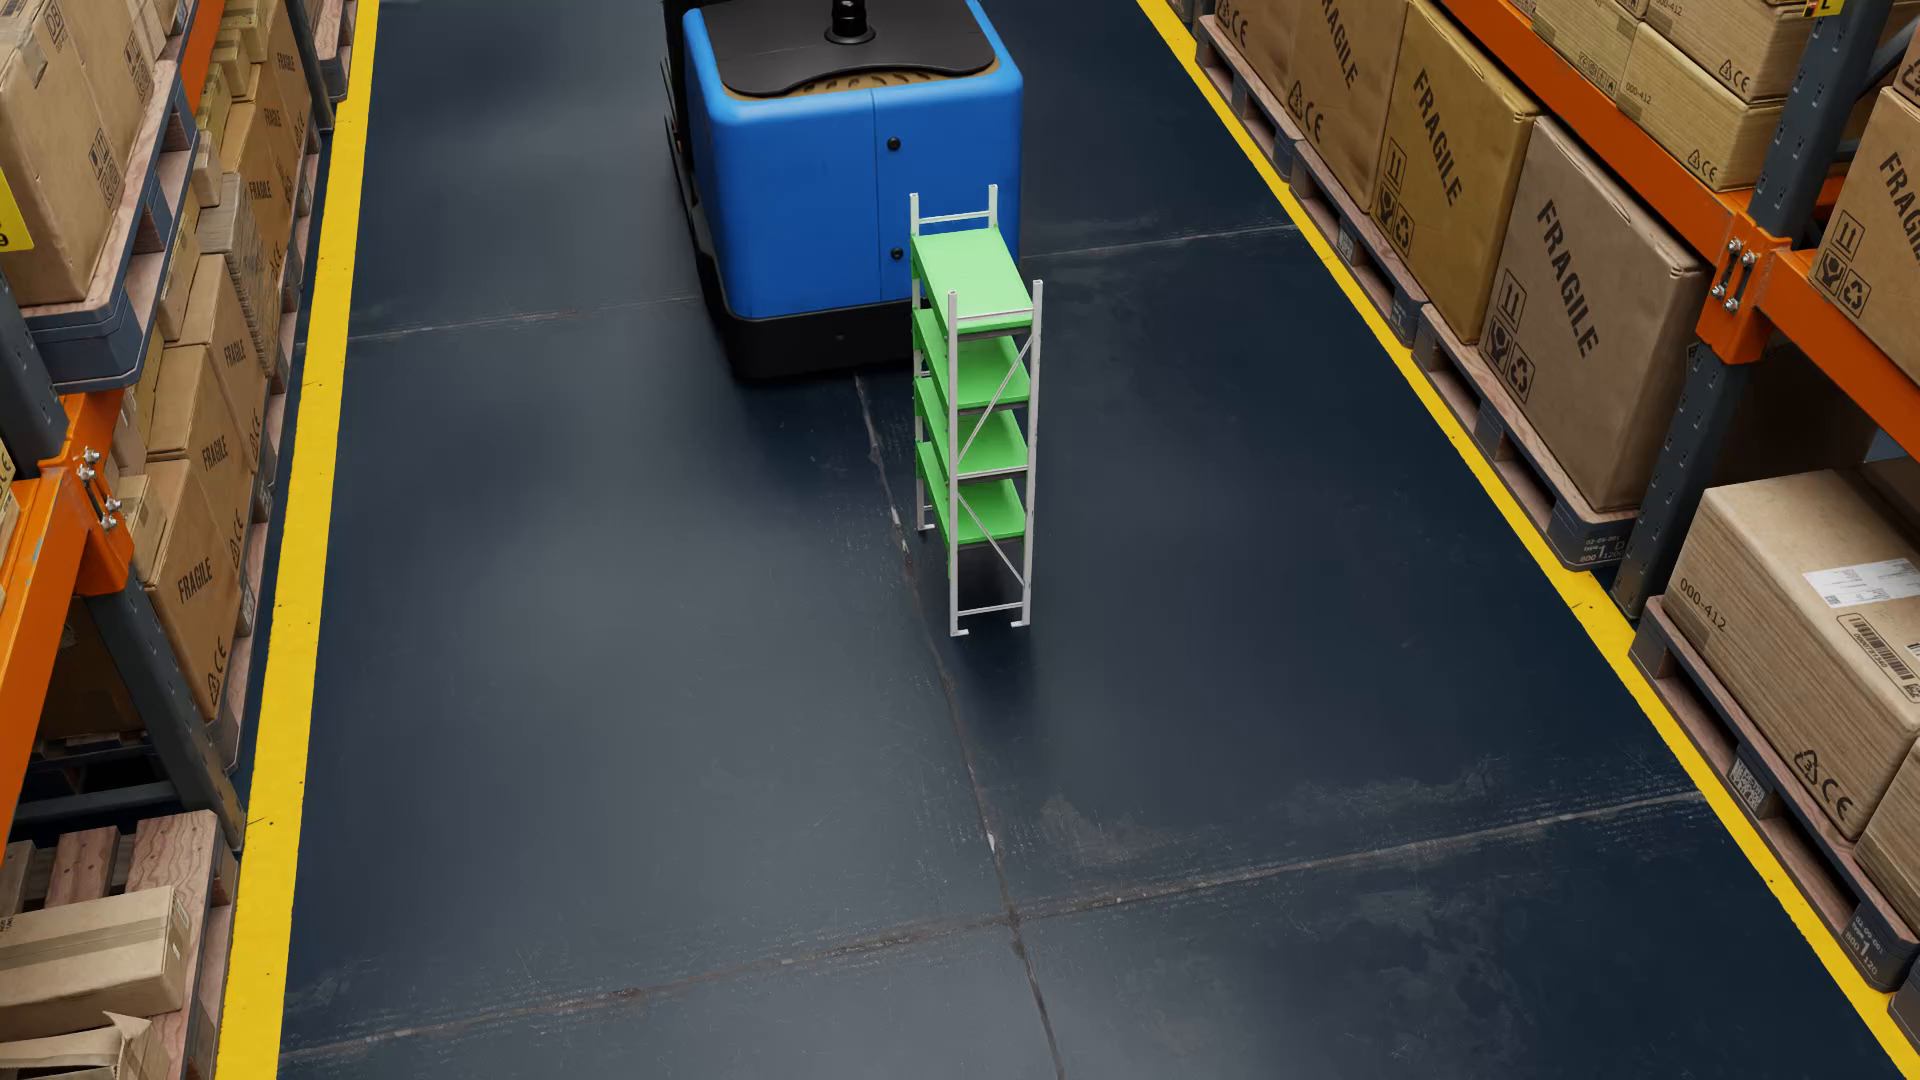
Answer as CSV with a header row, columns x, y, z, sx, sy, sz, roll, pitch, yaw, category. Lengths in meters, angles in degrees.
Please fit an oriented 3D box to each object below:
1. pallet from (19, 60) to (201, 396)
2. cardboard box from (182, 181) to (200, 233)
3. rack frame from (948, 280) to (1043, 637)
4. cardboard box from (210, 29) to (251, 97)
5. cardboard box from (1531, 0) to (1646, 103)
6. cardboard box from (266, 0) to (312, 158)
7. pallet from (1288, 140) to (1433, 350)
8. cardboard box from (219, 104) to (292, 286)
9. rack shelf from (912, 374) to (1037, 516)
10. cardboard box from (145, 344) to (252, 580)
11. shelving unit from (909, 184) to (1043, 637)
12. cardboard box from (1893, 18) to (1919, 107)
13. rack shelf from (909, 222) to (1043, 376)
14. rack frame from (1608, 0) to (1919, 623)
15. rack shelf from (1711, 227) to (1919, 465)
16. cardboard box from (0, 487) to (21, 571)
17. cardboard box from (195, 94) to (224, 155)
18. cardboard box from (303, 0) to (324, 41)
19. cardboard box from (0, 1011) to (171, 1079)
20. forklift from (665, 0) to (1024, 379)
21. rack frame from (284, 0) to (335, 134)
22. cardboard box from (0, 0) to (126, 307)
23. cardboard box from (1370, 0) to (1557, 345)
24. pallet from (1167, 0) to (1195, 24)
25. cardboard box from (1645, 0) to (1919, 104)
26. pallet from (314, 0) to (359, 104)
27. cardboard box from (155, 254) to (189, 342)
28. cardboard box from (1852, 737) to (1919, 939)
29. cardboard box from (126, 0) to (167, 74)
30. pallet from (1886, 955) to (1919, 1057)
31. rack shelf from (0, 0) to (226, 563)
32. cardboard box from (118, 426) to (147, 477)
x,y,z,sx,sy,sz,roll,pitch,yaw,category
-2.436,-0.736,3.964,1.003,0.211,1.213,-8,42,-9,pallet
-2.617,-1.018,5.215,0.380,0.149,0.250,-8,42,-9,cardboard box
0.088,-0.183,4.553,0.240,1.200,0.015,-8,42,-9,rack frame
-2.776,-1.698,5.982,0.380,0.149,0.250,-10,43,-11,cardboard box
2.024,-1.516,4.812,0.500,0.250,0.500,-9,42,-10,cardboard box
-2.932,-1.846,6.636,0.500,0.500,0.500,-7,42,-8,cardboard box
1.969,-1.227,6.473,1.003,0.211,1.213,-8,42,-9,pallet
-2.719,-1.181,5.887,0.500,0.500,0.500,-7,42,-7,cardboard box
0.036,-0.294,4.773,0.258,0.148,0.480,-8,42,-9,rack shelf
-2.379,-0.186,4.766,0.500,0.500,0.500,-9,42,-10,cardboard box
0.036,-0.341,4.731,0.258,1.200,0.503,-8,42,-9,shelving unit
2.343,-1.056,3.351,0.500,0.500,0.500,-8,42,-9,cardboard box
0.036,-0.653,4.455,0.258,0.148,0.480,-8,42,-9,rack shelf
2.476,-0.988,4.103,1.000,3.000,0.127,-8,42,-9,rack frame
2.908,0.578,2.881,1.077,0.370,4.000,-8,42,-9,rack shelf
-2.054,-0.009,3.190,0.380,0.149,0.250,-8,42,-9,cardboard box
-2.709,-1.359,5.599,0.380,0.149,0.250,-9,42,-10,cardboard box
-3.354,-2.542,7.327,0.875,0.625,0.625,-7,42,-8,cardboard box
-1.886,1.142,3.447,0.396,0.266,0.258,-7,42,-8,cardboard box
-0.626,-2.646,6.023,1.130,2.935,3.031,-9,42,-10,forklift
-3.233,-2.867,6.220,1.000,3.000,0.127,-8,42,-9,rack frame
-2.256,-0.814,3.516,0.700,0.500,0.500,-7,42,-8,cardboard box
2.062,-1.325,5.767,0.875,0.875,0.875,-7,42,-8,cardboard box
1.446,-3.044,8.521,1.003,0.211,1.213,-8,42,-9,pallet
2.144,-1.369,4.270,0.500,0.250,0.500,-8,42,-9,cardboard box
-3.373,-2.363,7.753,1.003,0.211,1.213,-8,42,-9,pallet
-2.479,-0.686,4.841,0.380,0.149,0.250,-8,42,-9,cardboard box
2.701,0.816,3.685,0.875,0.438,0.875,-10,42,-11,cardboard box
-2.295,-1.336,4.281,0.396,0.266,0.258,-6,42,-7,cardboard box
2.831,1.352,3.568,1.003,0.211,1.213,-8,42,-9,pallet
-2.801,-1.301,4.998,1.077,0.370,4.000,-8,42,-9,rack shelf
-2.323,-0.178,4.269,0.380,0.149,0.250,-9,42,-10,cardboard box
